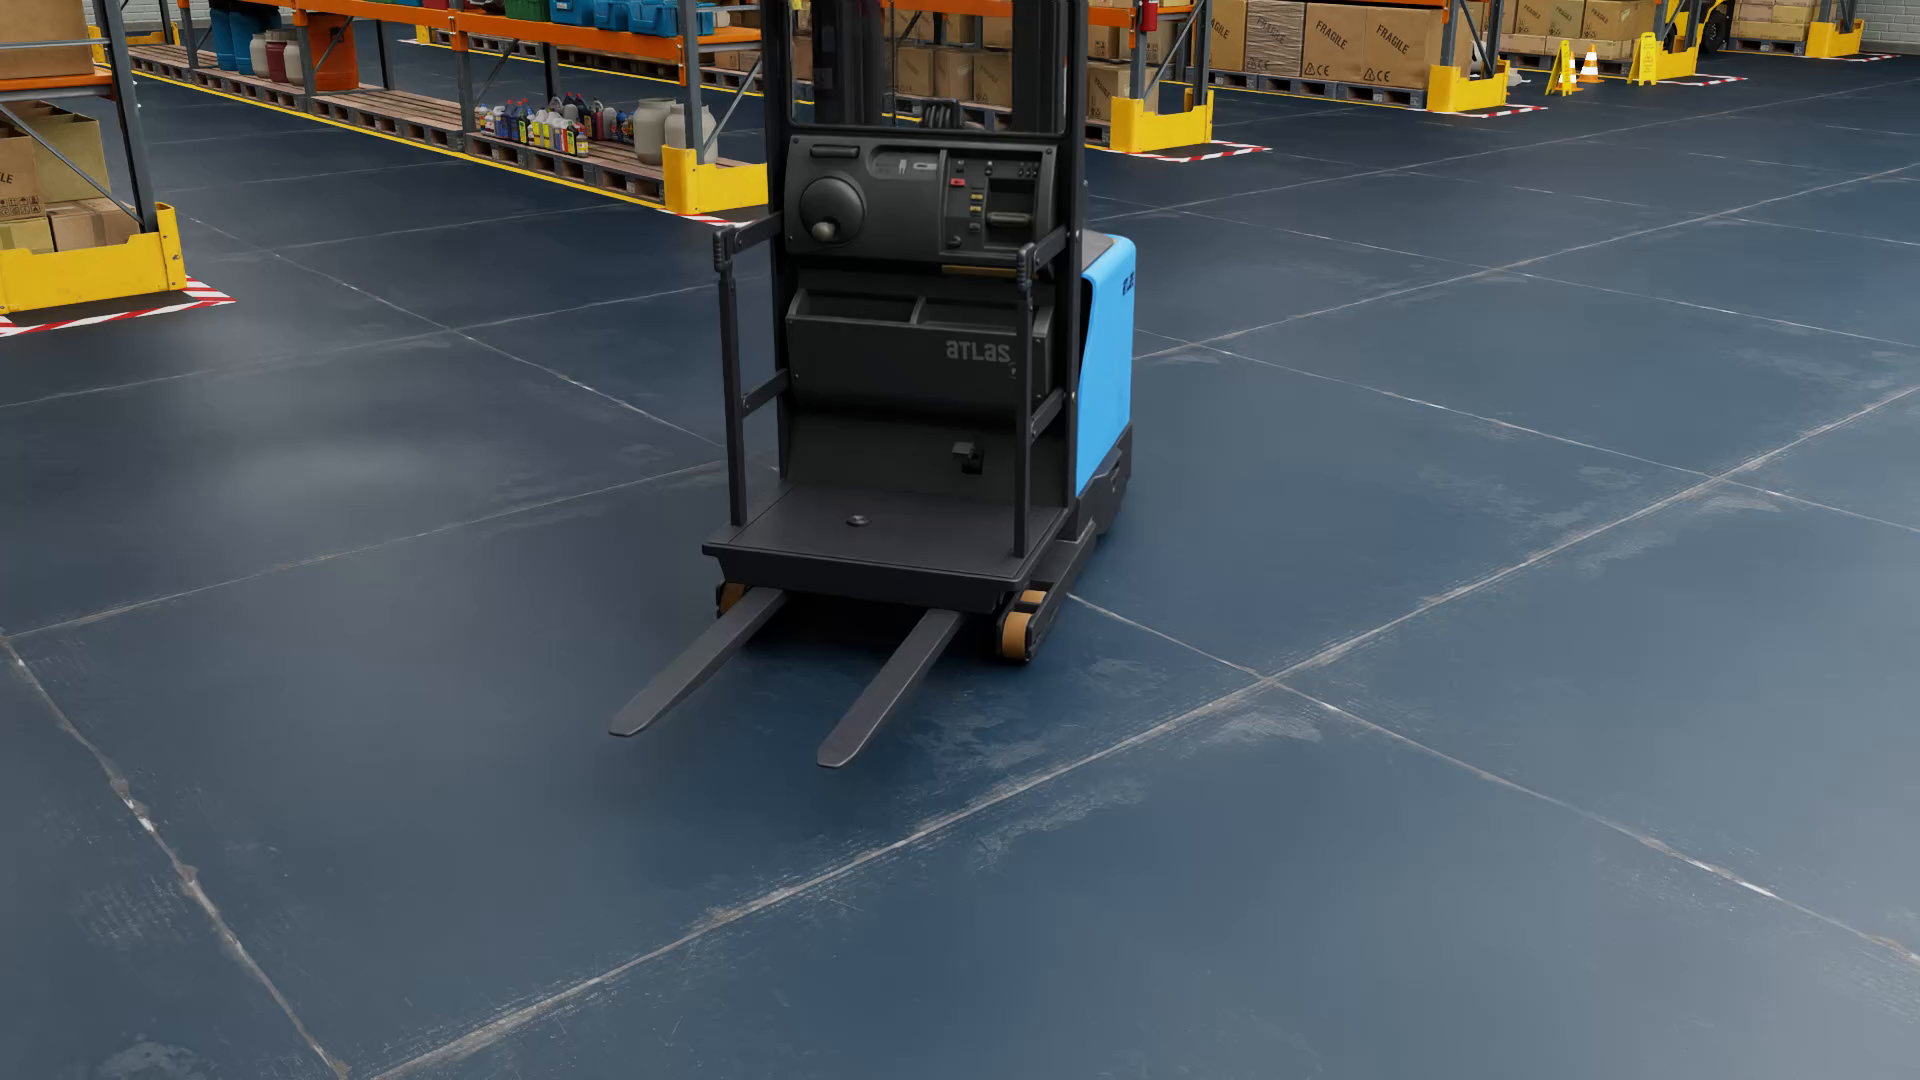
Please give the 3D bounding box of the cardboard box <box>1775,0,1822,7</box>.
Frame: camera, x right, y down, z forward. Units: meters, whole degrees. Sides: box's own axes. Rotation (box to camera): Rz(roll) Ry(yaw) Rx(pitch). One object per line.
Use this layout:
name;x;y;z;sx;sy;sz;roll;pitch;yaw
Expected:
cardboard box;12.766;-8.250;25.259;0.500;0.250;0.500;-16;27;-36

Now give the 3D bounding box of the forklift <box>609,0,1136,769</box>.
forklift;-0.199;-1.125;5.338;1.130;2.935;3.031;6;22;16

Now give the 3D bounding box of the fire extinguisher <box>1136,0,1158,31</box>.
fire extinguisher;1.763;-5.098;15.492;0.296;0.674;0.183;-17;27;-37

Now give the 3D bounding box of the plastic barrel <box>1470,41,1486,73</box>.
plastic barrel;7.050;-6.645;22.869;0.512;0.421;0.421;0;21;-1

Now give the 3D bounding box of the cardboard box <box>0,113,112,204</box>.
cardboard box;-5.979;-2.521;10.973;0.500;0.500;0.500;-17;27;-37

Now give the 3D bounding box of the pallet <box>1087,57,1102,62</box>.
pallet;1.888;-6.767;23.472;1.003;0.211;1.213;-17;27;-37

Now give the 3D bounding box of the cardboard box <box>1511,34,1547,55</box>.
cardboard box;8.135;-6.997;23.429;0.500;0.250;0.500;-19;28;-39

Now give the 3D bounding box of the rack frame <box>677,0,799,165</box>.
rack frame;-1.715;-4.096;12.828;1.000;3.000;0.127;-17;27;-37

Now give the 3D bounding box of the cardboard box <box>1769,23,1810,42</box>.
cardboard box;12.757;-7.787;25.446;0.500;0.250;0.500;-17;27;-37

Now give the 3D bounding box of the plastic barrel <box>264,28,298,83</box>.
plastic barrel;-8.006;-5.822;19.966;0.600;0.588;0.708;-17;27;-37

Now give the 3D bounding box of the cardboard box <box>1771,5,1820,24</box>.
cardboard box;12.748;-8.025;25.368;0.500;0.250;0.500;-18;28;-38

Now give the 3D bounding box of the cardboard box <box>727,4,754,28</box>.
cardboard box;-2.725;-6.697;21.266;0.500;0.250;0.500;-16;27;-35

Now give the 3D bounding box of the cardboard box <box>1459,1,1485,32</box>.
cardboard box;7.473;-7.631;24.021;0.500;0.500;0.500;-16;27;-35

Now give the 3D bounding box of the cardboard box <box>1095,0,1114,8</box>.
cardboard box;1.532;-5.257;16.137;0.380;0.149;0.250;-17;27;-37

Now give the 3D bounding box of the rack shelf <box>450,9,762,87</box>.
rack shelf;-3.020;-4.313;14.370;1.077;0.370;4.000;-17;27;-37

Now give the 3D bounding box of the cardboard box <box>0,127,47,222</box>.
cardboard box;-6.045;-2.259;10.306;0.500;0.500;0.500;-17;27;-37

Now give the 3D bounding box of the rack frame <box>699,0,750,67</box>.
rack frame;-3.185;-7.485;21.482;1.000;3.000;0.127;-17;27;-37

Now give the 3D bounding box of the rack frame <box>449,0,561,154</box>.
rack frame;-4.326;-5.201;15.650;1.000;3.000;0.127;-17;27;-37

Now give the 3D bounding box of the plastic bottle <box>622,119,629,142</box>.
plastic bottle;-3.016;-3.723;15.109;0.097;0.201;0.097;0;21;0

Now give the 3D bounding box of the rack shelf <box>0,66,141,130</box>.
rack shelf;-6.775;-3.135;11.362;1.077;0.370;4.000;-17;27;-37

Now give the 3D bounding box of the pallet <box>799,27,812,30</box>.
pallet;-2.437;-8.622;28.208;1.003;0.211;1.213;-17;27;-37

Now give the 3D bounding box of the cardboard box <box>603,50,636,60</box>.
cardboard box;-4.195;-7.135;22.926;1.225;0.875;0.875;-17;27;-37

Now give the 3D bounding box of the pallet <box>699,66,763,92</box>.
pallet;-2.676;-5.971;21.438;1.003;0.211;1.213;-17;27;-37

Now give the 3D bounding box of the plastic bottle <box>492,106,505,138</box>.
plastic bottle;-4.218;-3.862;15.364;0.152;0.276;0.135;-16;27;-36

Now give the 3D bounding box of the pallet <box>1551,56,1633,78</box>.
pallet;8.992;-6.589;23.019;1.003;0.211;1.213;-17;27;-37

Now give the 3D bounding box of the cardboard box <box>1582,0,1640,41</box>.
cardboard box;8.824;-7.058;22.557;0.500;0.500;0.500;-17;27;-37

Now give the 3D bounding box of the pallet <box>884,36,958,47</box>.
pallet;-0.662;-7.893;26.346;1.003;0.211;1.213;-17;27;-37

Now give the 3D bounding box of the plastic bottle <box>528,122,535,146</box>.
plastic bottle;-3.823;-3.645;14.911;0.097;0.201;0.097;0;21;0

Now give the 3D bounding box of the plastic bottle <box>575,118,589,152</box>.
plastic bottle;-3.309;-3.541;14.532;0.061;0.283;0.133;-17;27;-37

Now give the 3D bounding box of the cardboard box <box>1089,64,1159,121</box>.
cardboard box;1.642;-4.483;16.669;0.500;0.500;0.500;-12;24;-28

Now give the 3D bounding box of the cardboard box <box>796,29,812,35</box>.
cardboard box;-1.985;-6.041;20.618;0.700;0.500;0.500;-15;26;-33

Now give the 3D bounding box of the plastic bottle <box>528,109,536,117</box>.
plastic bottle;-3.927;-3.802;15.217;0.097;0.271;0.097;0;21;0

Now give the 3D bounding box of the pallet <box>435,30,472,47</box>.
pallet;-7.826;-8.195;27.117;1.003;0.211;1.213;-17;27;-37

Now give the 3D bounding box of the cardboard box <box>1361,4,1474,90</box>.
cardboard box;5.368;-5.806;19.531;0.875;0.875;0.875;-17;27;-37

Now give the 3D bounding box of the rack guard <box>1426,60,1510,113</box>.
rack guard;5.876;-5.257;19.221;1.175;0.500;0.348;-17;27;-37

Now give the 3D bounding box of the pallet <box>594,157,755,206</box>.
pallet;-2.326;-3.033;13.938;1.003;0.211;1.213;-17;27;-37

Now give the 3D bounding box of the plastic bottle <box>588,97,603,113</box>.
plastic bottle;-3.351;-3.921;15.410;0.144;0.351;0.185;-18;27;-38

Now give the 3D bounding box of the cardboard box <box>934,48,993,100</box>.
cardboard box;0.037;-5.135;18.334;0.500;0.500;0.500;-9;23;-21

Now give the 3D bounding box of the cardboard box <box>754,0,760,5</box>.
cardboard box;-3.309;-9.267;28.550;0.380;0.149;0.250;-19;28;-39

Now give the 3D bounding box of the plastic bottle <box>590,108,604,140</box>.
plastic bottle;-3.328;-3.818;15.241;0.061;0.283;0.133;-17;27;-37

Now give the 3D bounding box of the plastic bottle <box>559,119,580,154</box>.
plastic bottle;-3.390;-3.512;14.468;0.152;0.276;0.135;-17;27;-37

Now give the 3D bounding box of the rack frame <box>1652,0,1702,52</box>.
rack frame;9.545;-7.634;21.862;1.000;3.000;0.127;-17;27;-37

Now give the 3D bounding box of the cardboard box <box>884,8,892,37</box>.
cardboard box;-0.992;-8.220;26.210;0.500;0.500;0.500;-17;27;-37

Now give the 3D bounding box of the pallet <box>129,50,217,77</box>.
pallet;-10.858;-6.644;23.158;1.003;0.211;1.213;-17;27;-37

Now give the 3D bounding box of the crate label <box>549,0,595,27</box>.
crate label;-3.121;-4.556;13.956;0.502;0.435;0.616;-17;27;-37

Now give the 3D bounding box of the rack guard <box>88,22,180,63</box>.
rack guard;-12.184;-7.356;24.580;1.175;0.500;0.348;-17;27;-37

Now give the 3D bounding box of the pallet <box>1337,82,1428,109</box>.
pallet;5.280;-5.332;19.807;1.003;0.211;1.213;-17;27;-37

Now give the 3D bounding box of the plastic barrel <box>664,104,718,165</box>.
plastic barrel;-2.202;-3.297;13.623;0.421;0.512;0.421;0;21;0

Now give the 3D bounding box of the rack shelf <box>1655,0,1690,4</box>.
rack shelf;8.239;-7.852;23.404;1.077;0.370;4.000;-17;27;-37

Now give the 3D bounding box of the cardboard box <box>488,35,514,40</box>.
cardboard box;-6.753;-8.247;25.763;0.875;0.875;0.875;-17;27;-37

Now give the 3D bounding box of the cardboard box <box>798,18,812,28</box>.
cardboard box;-2.486;-8.638;27.760;0.380;0.149;0.250;-17;27;-37

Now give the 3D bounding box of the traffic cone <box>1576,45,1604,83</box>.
traffic cone;8.287;-6.265;21.844;0.336;0.463;0.334;-17;27;-37

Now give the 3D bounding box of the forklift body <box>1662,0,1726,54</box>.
forklift body;10.683;-8.511;25.265;2.313;2.155;1.214;-17;27;-37
